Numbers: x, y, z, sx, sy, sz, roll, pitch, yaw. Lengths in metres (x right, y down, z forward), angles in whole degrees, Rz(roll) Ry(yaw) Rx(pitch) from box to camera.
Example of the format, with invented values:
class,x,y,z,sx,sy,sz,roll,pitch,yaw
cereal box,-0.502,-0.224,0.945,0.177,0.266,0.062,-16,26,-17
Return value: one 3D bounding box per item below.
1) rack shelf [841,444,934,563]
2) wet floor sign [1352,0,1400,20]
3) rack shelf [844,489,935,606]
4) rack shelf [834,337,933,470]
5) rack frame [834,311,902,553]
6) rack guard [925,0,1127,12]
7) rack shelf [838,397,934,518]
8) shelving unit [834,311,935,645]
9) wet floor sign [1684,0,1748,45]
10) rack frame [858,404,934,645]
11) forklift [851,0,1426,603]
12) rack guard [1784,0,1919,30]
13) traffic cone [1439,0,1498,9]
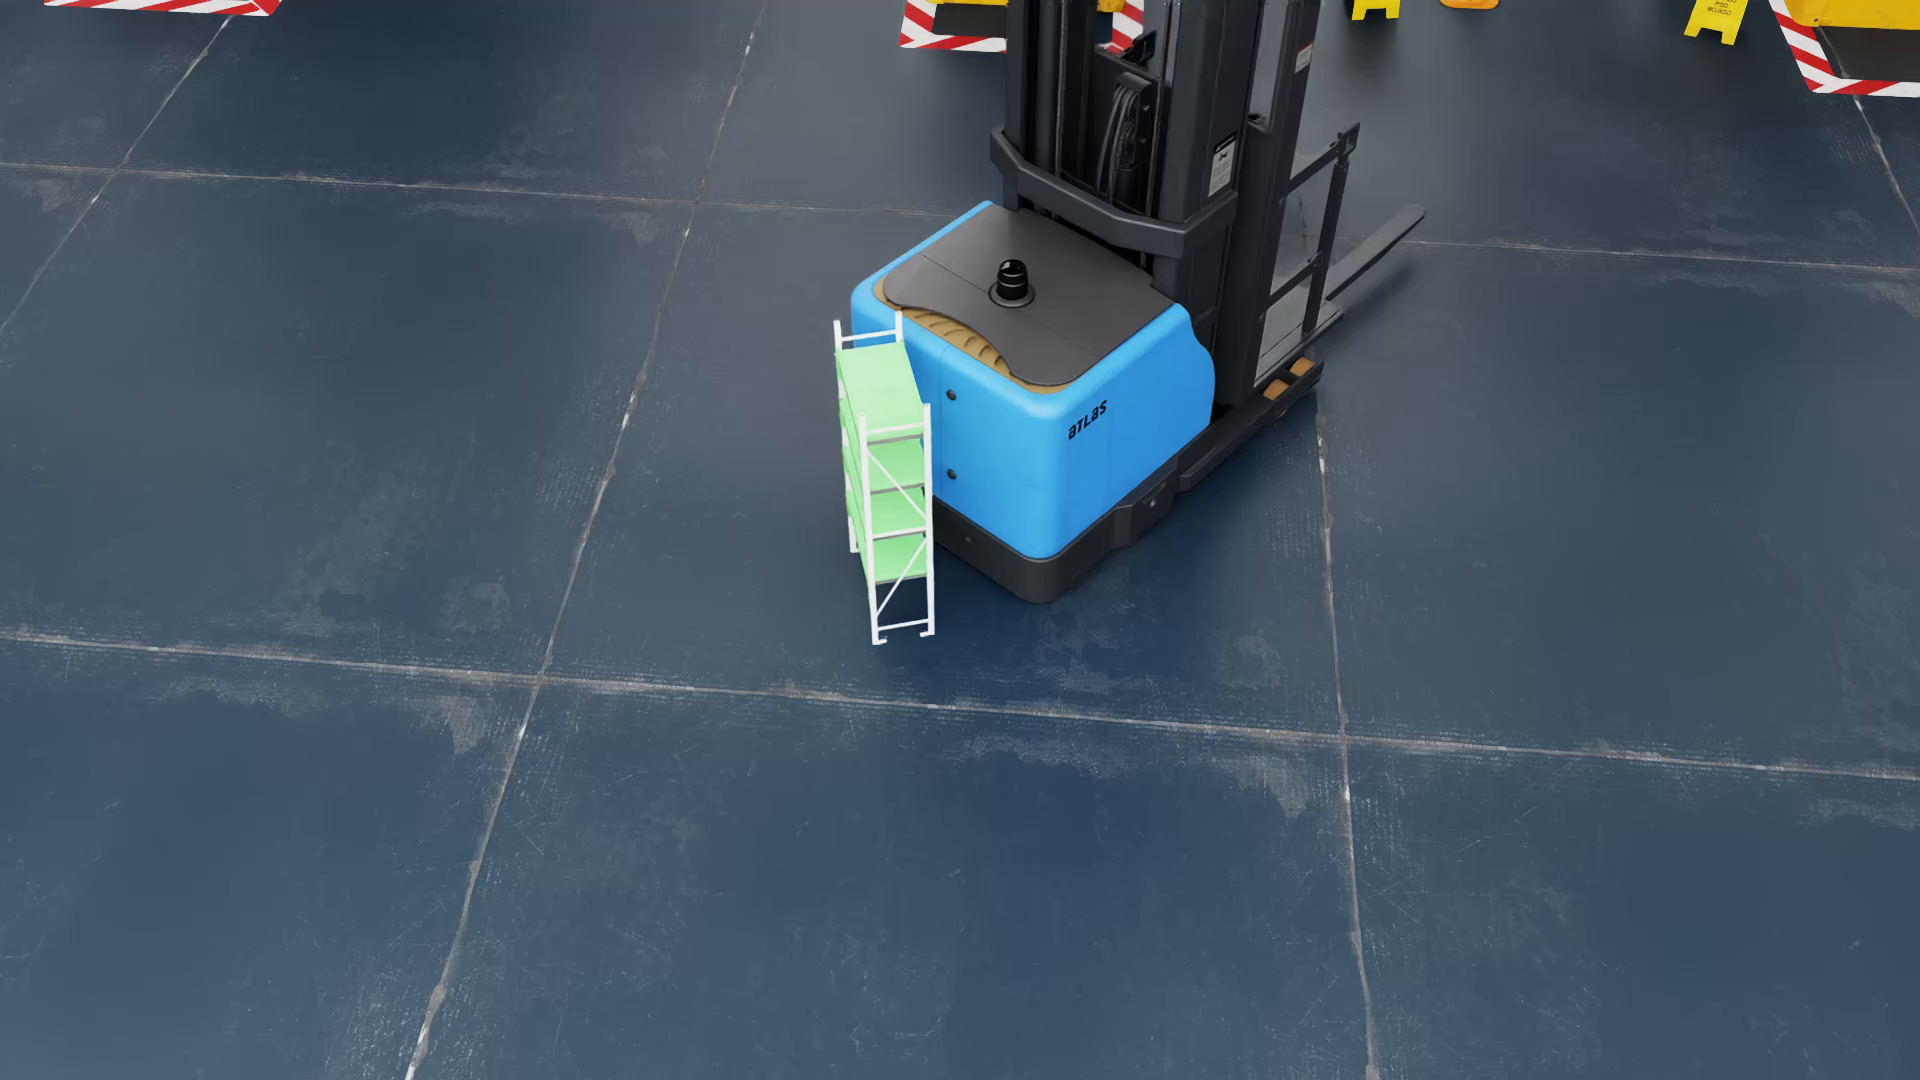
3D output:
class,x,y,z,sx,sy,sz,roll,pitch,yaw
rack shelf,-0.271,-0.158,6.168,0.258,0.148,0.480,-9,48,-8
wet floor sign,2.352,-3.265,9.299,0.267,0.644,0.232,-4,48,-3
rack shelf,-0.271,0.004,6.345,0.258,0.148,0.480,-9,48,-8
rack shelf,-0.271,-0.482,5.814,0.258,0.148,0.480,-9,48,-8
rack frame,-0.324,-0.377,6.282,0.240,1.200,0.015,-9,48,-8
rack guard,0.381,-3.352,9.477,1.175,0.500,0.348,4,48,4
rack shelf,-0.271,-0.320,5.991,0.258,0.148,0.480,-9,48,-8
shelving unit,-0.271,-0.201,6.121,0.258,1.200,0.503,-9,48,-8
wet floor sign,4.239,-3.093,9.141,0.267,0.644,0.232,19,50,17
rack frame,-0.218,-0.025,5.960,0.240,1.200,0.015,-9,48,-8
forklift,0.944,-1.750,6.364,1.130,2.935,3.031,34,56,27
rack guard,5.328,-3.167,9.308,1.175,0.500,0.348,4,48,4
traffic cone,2.940,-3.326,9.479,0.336,0.463,0.334,4,48,4
